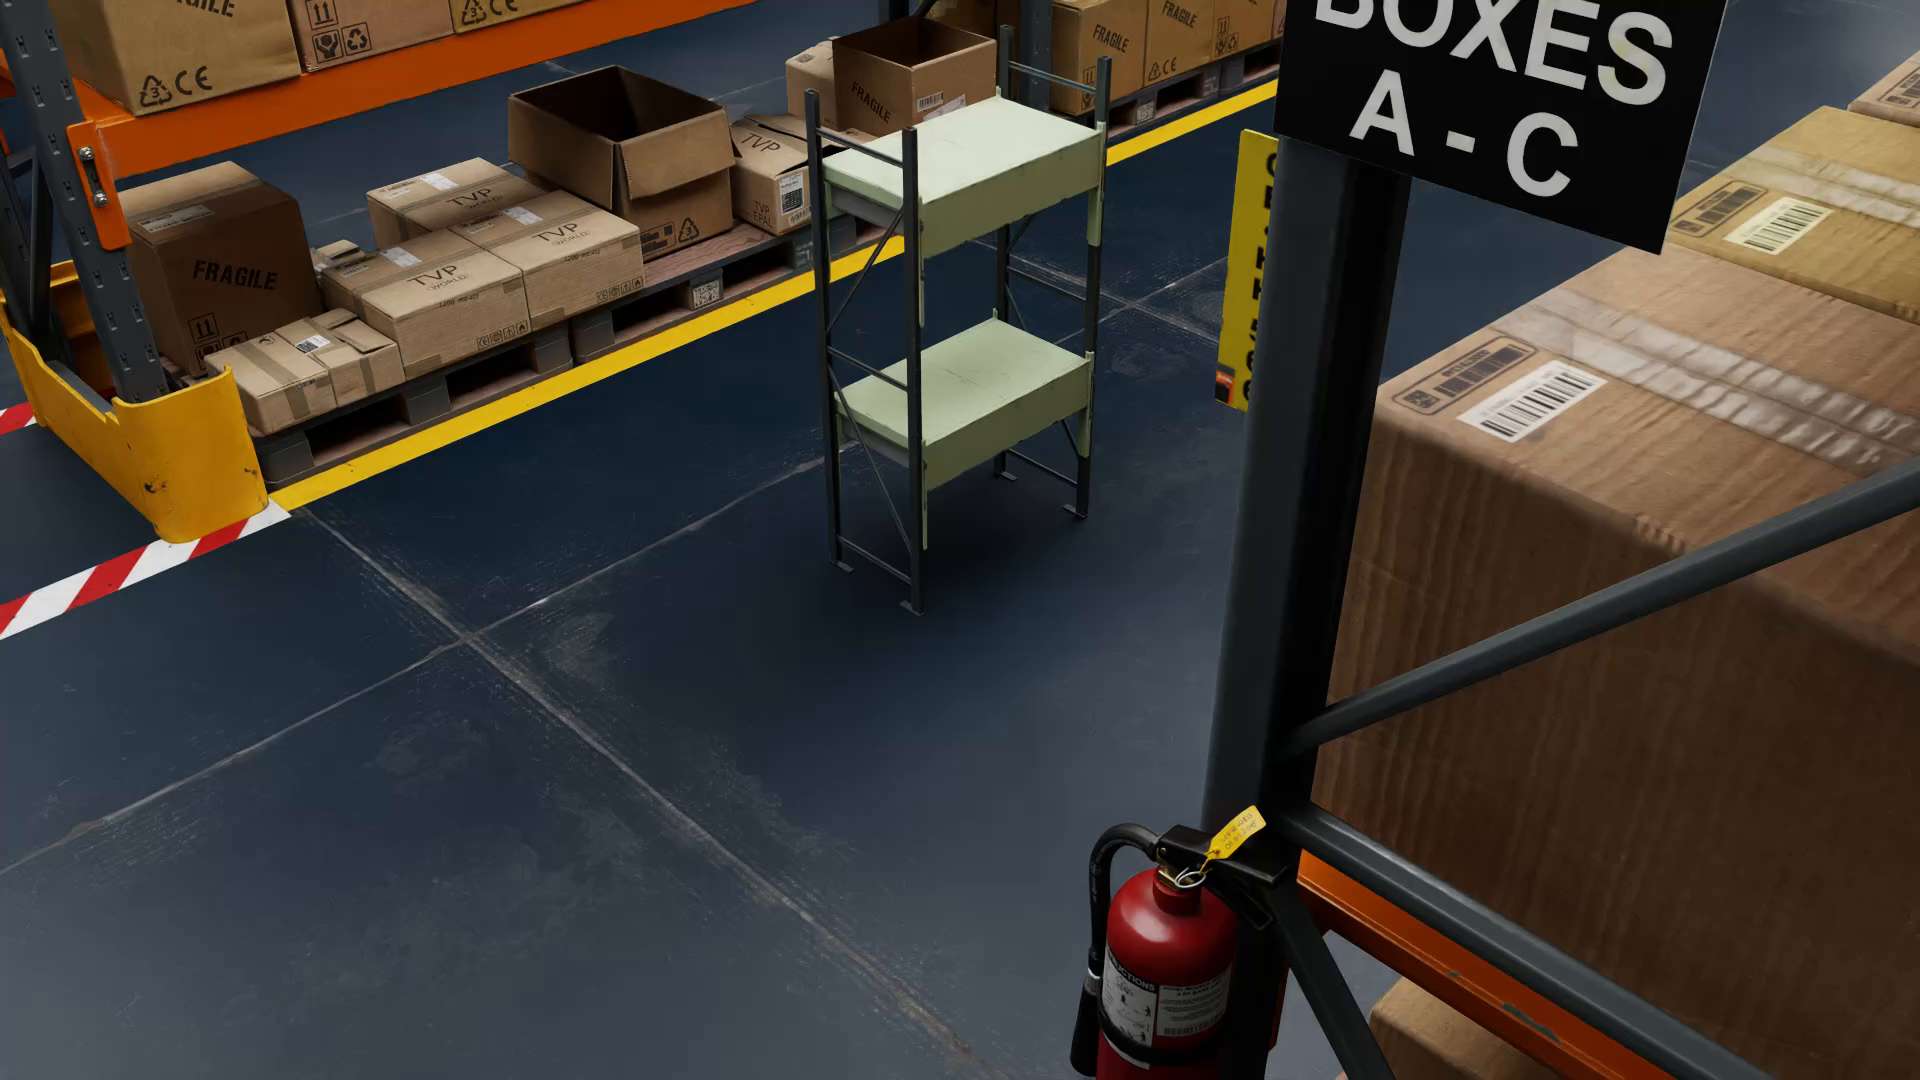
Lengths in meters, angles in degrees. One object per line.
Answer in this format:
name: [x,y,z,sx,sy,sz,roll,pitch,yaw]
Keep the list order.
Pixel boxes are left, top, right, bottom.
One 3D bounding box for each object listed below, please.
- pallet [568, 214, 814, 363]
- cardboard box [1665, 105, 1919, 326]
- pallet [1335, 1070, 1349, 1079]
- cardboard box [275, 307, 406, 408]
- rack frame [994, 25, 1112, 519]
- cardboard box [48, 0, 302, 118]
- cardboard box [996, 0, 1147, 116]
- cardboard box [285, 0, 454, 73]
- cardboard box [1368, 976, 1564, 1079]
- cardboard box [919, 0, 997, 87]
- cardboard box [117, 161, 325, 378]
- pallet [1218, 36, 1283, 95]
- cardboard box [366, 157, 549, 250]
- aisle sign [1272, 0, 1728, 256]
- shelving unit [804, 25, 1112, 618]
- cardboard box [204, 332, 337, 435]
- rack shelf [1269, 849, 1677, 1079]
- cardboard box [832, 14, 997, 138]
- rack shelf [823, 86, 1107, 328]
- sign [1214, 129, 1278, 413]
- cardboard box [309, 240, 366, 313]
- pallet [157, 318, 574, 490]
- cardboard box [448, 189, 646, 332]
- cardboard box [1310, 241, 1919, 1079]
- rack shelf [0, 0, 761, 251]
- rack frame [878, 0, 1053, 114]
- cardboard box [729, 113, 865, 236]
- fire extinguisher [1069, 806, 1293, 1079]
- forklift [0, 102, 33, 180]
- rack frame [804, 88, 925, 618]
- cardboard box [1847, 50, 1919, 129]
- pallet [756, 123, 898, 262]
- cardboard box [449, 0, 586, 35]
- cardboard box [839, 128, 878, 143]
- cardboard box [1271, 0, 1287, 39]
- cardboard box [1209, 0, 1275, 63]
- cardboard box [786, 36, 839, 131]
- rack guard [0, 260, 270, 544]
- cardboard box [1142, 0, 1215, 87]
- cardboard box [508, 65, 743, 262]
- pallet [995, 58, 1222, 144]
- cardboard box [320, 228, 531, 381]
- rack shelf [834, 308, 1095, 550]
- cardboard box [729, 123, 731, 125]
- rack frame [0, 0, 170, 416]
pallet: [-1.337,-1.180,6.758,1.003,0.211,1.213,30,45,35]
cardboard box: [1.564,-0.115,2.531,0.980,0.700,0.700,29,44,35]
pallet: [1.215,1.306,3.192,1.003,0.211,1.213,30,45,35]
cardboard box: [-2.096,-0.628,5.620,0.380,0.166,0.250,30,45,35]
rack frame: [0.263,-0.766,5.038,0.400,1.500,0.023,30,45,35]
cardboard box: [-2.312,-1.591,4.822,0.500,0.500,0.500,-29,44,-35]
cardboard box: [0.521,-2.353,7.803,0.500,0.500,0.500,27,43,33]
cardboard box: [-1.952,-1.803,5.125,0.500,0.500,0.500,29,44,35]
cardboard box: [1.129,1.047,2.944,0.700,0.500,0.500,30,45,35]
cardboard box: [0.151,-2.571,8.115,0.500,0.500,0.500,29,44,35]
cardboard box: [-2.603,-0.951,5.793,0.500,0.500,0.500,30,45,35]
pallet: [1.413,-2.799,9.079,1.003,0.211,1.213,30,45,35]
cardboard box: [-1.912,-1.222,6.400,0.500,0.250,0.500,30,45,35]
aisle sign: [0.443,-0.639,1.272,0.394,0.787,0.004,30,45,35]
shelving unit: [0.005,-0.618,4.825,0.431,1.500,0.755,30,45,35]
cardboard box: [-2.272,-0.519,5.479,0.380,0.149,0.250,30,45,35]
rack shelf: [2.116,0.002,3.254,1.077,0.370,4.000,30,45,35]
cardboard box: [-0.193,-1.910,7.167,0.500,0.500,0.500,30,45,35]
rack shelf: [0.005,-0.938,4.602,0.431,0.370,0.720,30,45,35]
sign: [0.331,-0.278,1.807,0.100,0.325,0.005,30,45,35]
cardboard box: [-2.254,-0.943,6.072,0.380,0.166,0.250,30,45,35]
pallet: [-2.197,-0.687,6.051,1.003,0.211,1.213,30,45,35]
cardboard box: [-1.522,-1.041,6.140,0.500,0.250,0.500,30,45,35]
cardboard box: [1.059,0.185,2.101,0.700,0.700,0.980,-28,43,-34]
rack shelf: [-1.402,-1.993,6.115,1.077,0.370,4.000,30,45,35]
rack frame: [0.007,-3.100,7.073,1.000,3.000,0.127,30,45,35]
cardboard box: [-0.722,-1.528,6.784,0.500,0.311,0.500,30,45,35]
fire extinguisher: [0.273,0.579,2.192,0.296,0.674,0.183,30,45,35]
forklift: [-4.654,-2.199,5.841,1.130,2.935,3.031,10,36,13]
rack frame: [-0.253,-0.469,4.612,0.400,1.500,0.023,30,45,35]
cardboard box: [2.107,-0.421,2.969,0.980,0.700,0.700,27,43,33]
pallet: [-0.478,-1.678,7.471,1.003,0.211,1.213,30,45,35]
cardboard box: [-1.596,-2.005,5.416,0.500,0.500,0.500,29,44,35]
cardboard box: [-0.415,-1.589,7.014,0.380,0.149,0.250,30,45,35]
cardboard box: [1.603,-2.979,8.700,0.500,0.500,0.500,28,43,34]
cardboard box: [1.246,-2.774,8.406,0.500,0.500,0.500,-29,44,-35]
cardboard box: [-0.442,-2.094,7.597,0.500,0.311,0.500,30,45,35]
rack guard: [-2.758,-0.482,5.504,1.175,0.500,0.348,30,45,35]
cardboard box: [0.889,-2.574,8.120,0.500,0.500,0.500,-29,44,-35]
cardboard box: [-1.313,-1.492,6.565,0.797,0.503,0.637,30,45,35]
pallet: [0.553,-2.302,8.366,1.003,0.211,1.213,30,45,35]
cardboard box: [-1.875,-0.838,5.849,0.500,0.250,0.500,30,45,35]
rack shelf: [0.005,-0.350,5.011,0.431,0.370,0.720,30,45,35]
cardboard box: [-1.045,-1.680,7.129,0.380,0.166,0.250,30,45,35]
rack frame: [-2.811,-1.476,4.745,1.000,3.000,0.127,30,45,35]
